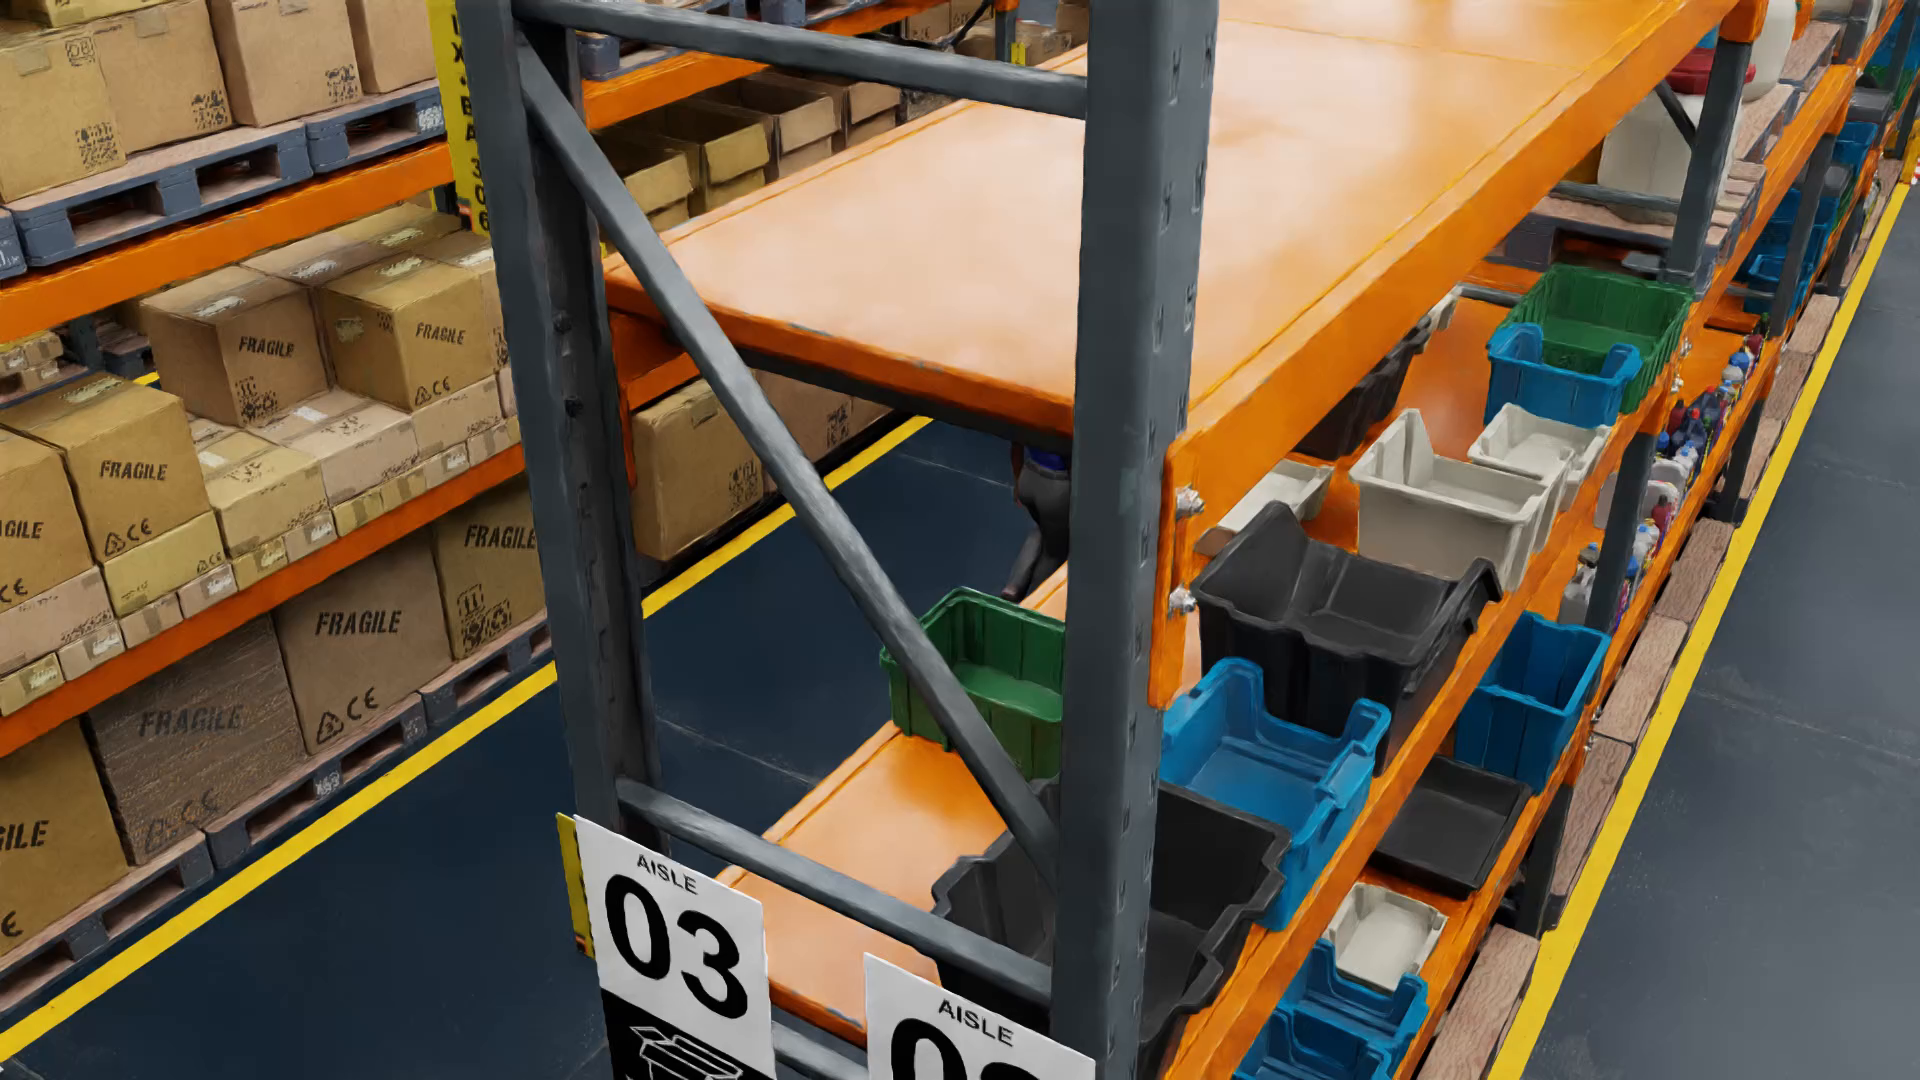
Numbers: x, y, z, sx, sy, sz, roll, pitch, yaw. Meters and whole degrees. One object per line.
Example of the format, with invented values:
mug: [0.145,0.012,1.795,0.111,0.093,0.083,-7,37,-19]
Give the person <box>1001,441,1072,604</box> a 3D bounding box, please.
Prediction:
person: [0.468,-0.247,8.567,0.460,1.655,0.455,-23,38,-33]
